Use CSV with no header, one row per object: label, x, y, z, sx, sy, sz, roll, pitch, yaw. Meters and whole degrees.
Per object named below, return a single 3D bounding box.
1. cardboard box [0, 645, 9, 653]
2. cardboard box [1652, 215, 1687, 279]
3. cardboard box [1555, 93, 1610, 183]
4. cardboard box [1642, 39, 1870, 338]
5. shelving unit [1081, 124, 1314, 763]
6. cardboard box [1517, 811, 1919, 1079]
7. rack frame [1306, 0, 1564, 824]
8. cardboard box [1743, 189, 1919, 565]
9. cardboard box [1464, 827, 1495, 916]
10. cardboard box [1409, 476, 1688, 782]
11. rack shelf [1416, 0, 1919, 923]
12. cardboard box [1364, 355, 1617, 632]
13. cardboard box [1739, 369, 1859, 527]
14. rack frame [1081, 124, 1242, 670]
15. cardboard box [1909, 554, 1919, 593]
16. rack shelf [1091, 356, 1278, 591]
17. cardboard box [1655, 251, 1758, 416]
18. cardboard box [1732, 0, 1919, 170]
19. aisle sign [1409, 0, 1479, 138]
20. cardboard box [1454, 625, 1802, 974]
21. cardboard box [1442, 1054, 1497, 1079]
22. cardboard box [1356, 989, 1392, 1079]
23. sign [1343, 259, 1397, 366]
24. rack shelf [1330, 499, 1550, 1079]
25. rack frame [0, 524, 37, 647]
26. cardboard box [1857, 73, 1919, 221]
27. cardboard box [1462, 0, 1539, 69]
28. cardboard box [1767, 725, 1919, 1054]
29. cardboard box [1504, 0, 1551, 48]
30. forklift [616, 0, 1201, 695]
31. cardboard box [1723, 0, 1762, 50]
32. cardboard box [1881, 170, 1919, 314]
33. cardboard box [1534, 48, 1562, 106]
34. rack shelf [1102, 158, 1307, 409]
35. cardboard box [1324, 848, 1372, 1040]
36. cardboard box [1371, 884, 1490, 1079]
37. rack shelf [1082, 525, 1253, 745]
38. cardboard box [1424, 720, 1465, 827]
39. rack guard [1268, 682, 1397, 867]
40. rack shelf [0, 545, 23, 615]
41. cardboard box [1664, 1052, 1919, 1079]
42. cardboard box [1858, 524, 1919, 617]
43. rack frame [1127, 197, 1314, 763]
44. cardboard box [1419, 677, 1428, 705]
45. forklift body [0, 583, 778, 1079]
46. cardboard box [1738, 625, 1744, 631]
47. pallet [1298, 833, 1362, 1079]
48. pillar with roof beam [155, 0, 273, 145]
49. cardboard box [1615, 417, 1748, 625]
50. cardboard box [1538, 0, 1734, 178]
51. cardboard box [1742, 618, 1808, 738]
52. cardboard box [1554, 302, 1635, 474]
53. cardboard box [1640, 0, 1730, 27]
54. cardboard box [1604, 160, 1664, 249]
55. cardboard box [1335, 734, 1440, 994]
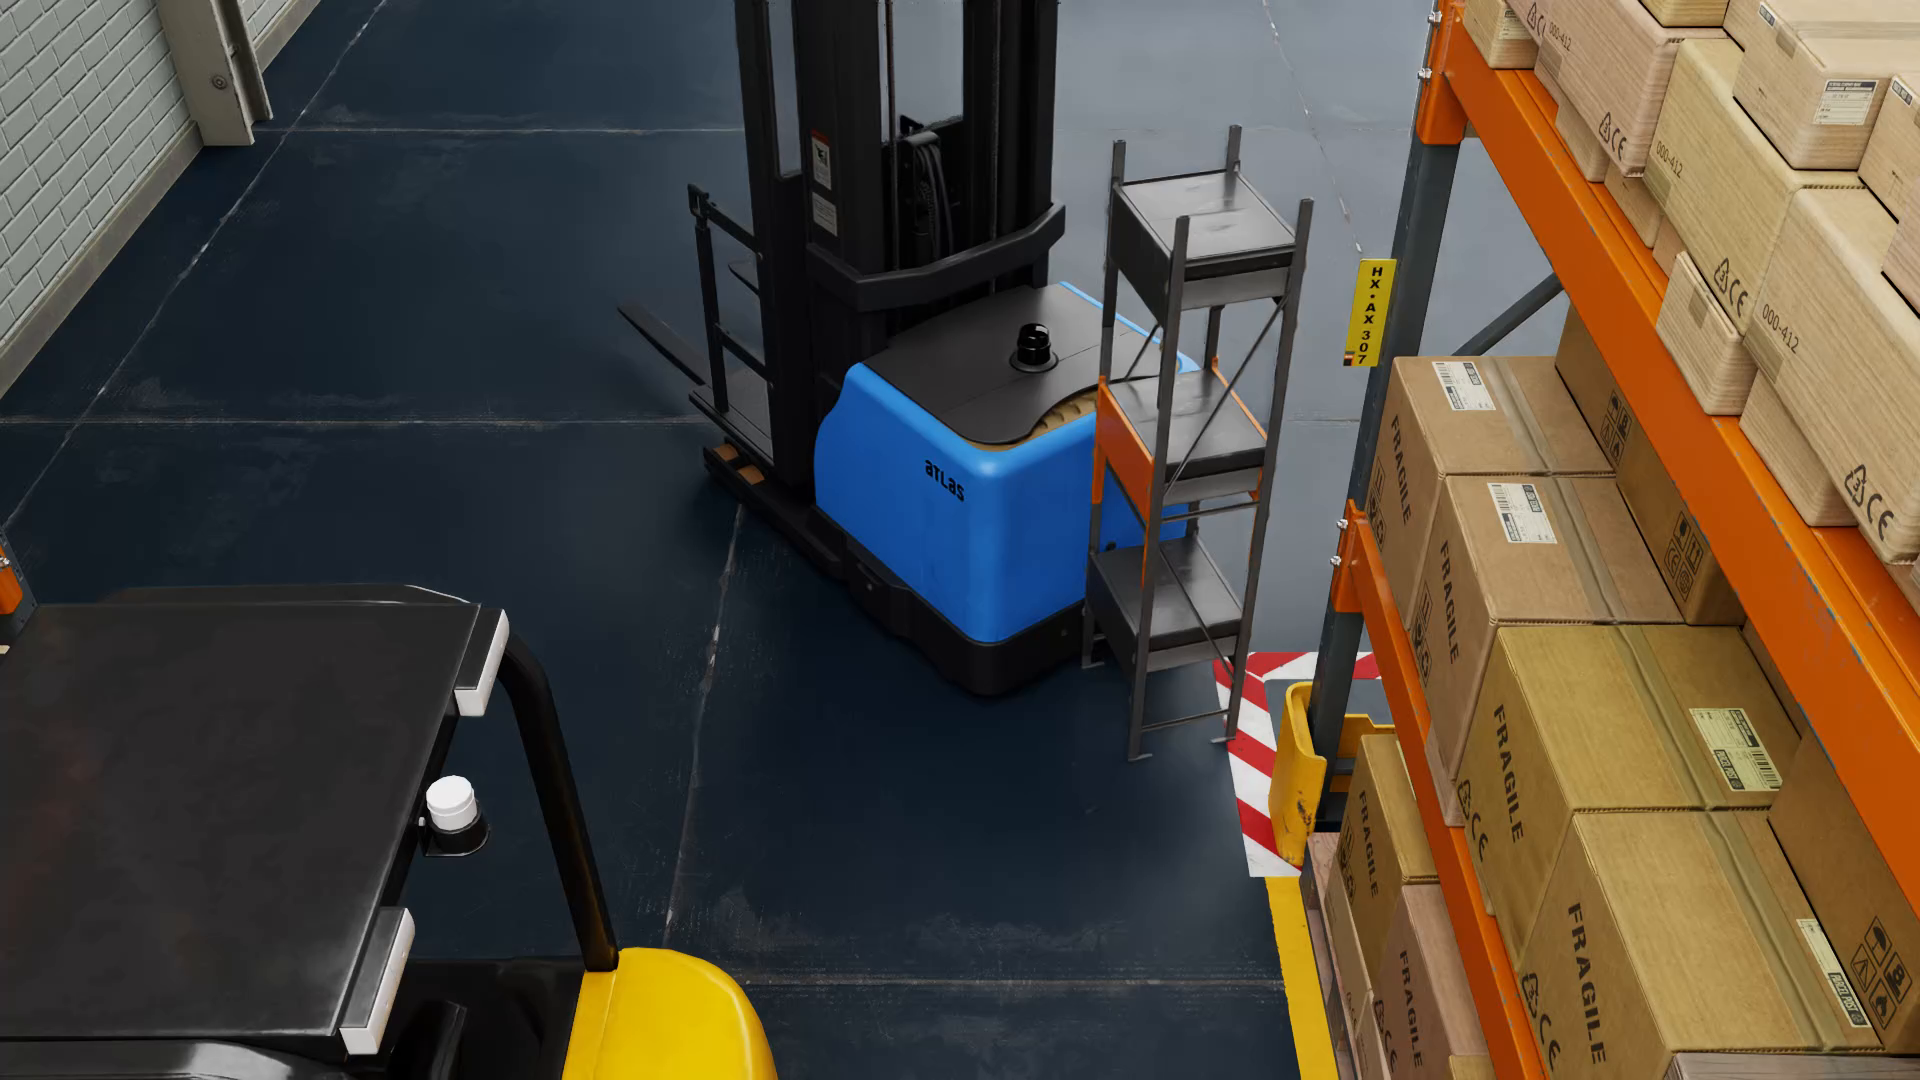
cardboard box,-3.021,0.551,4.727,0.500,0.250,0.500,1,39,1
cardboard box,1.391,-0.475,2.747,0.380,0.149,0.250,-1,39,-1
cardboard box,1.361,-0.796,3.147,0.380,0.149,0.250,1,39,1
cardboard box,1.380,-0.537,2.504,0.500,0.250,0.500,1,39,1
shelving unit,0.709,-0.229,5.357,0.431,2.100,0.503,-10,40,-12
cardboard box,1.367,0.841,2.985,0.500,0.500,0.500,-1,39,-1
rack frame,1.630,-0.261,4.677,1.000,3.000,0.127,0,39,0
cardboard box,1.361,-0.216,2.105,0.500,0.250,0.500,1,39,1
cardboard box,1.345,0.694,3.687,0.380,0.149,0.250,1,39,1
cardboard box,1.357,0.204,3.779,0.500,0.500,0.500,1,39,1
rack shelf,1.632,0.100,2.404,1.077,0.370,4.000,0,39,0
cardboard box,1.353,-0.120,4.183,0.500,0.500,0.500,-1,39,-1
cardboard box,1.352,-0.153,2.345,0.380,0.149,0.250,-1,39,-1
rack frame,0.642,-0.376,5.540,0.400,2.100,0.015,-10,40,-12
cardboard box,1.377,0.101,1.708,0.500,0.250,0.500,-1,39,-1
rack shelf,0.709,-0.219,5.366,0.431,0.518,0.480,-10,40,-12
cardboard box,1.311,-0.318,2.551,0.380,0.149,0.250,0,39,0
cardboard box,1.322,-0.633,2.306,0.380,0.149,0.250,1,39,1
aisle sign,1.320,-1.314,3.913,0.394,0.787,0.004,0,39,0
cardboard box,1.359,0.523,3.381,0.500,0.500,0.500,-1,39,-1
cardboard box,1.352,1.515,3.724,0.500,0.500,0.500,1,39,1
cardboard box,1.347,1.472,4.378,0.500,0.250,0.500,1,39,2
sign,1.087,-0.599,4.406,0.100,0.325,0.005,0,39,0
rack shelf,1.632,1.270,3.342,1.077,0.370,4.000,0,39,0
rack frame,-3.334,-0.255,4.670,1.000,3.000,0.127,0,39,0
cardboard box,1.397,-0.471,2.104,0.380,0.149,0.250,1,39,1
cardboard box,1.306,-1.126,3.559,0.380,0.149,0.250,0,39,0
cardboard box,1.807,0.460,2.660,0.700,0.500,0.500,0,39,0
cardboard box,1.364,-1.175,3.301,0.500,0.250,0.500,-1,39,-1
forklift,-0.425,-1.456,6.224,1.130,2.935,3.031,-26,45,-28
cardboard box,1.403,-0.797,2.510,0.380,0.149,0.250,0,39,0
cardboard box,1.319,-0.311,1.904,0.380,0.149,0.250,0,39,1
cardboard box,1.395,-0.962,3.354,0.380,0.149,0.250,-1,39,-1
rack shelf,0.709,-0.765,4.928,0.431,0.518,0.480,-10,40,-12
cardboard box,1.354,1.152,4.776,0.500,0.250,0.500,0,39,0
cardboard box,1.360,1.202,4.115,0.500,0.500,0.500,-1,39,-2
rack shelf,0.709,0.327,5.803,0.431,0.518,0.480,-10,40,-12
cardboard box,1.311,0.532,3.889,0.380,0.149,0.250,1,39,1
rack guard,1.630,0.762,5.400,1.175,0.500,0.348,0,39,0
rack shelf,-3.331,1.276,3.334,1.077,0.370,4.000,0,39,0
cardboard box,1.373,1.161,2.585,0.500,0.500,0.500,1,39,1
cardboard box,1.423,0.004,2.149,0.380,0.149,0.250,0,39,0
rack frame,0.777,-0.083,5.174,0.400,2.100,0.015,-10,40,-12
cardboard box,1.357,0.373,4.087,0.380,0.149,0.250,-1,39,-1
forklift body,-1.507,1.260,3.457,2.313,2.155,1.214,0,39,0
cardboard box,1.902,0.236,3.739,0.500,0.500,0.500,0,39,0
pallet,1.596,1.382,4.856,1.003,0.211,1.213,0,39,0
pillar with roof beam,0.064,-5.916,6.936,9.100,9.000,0.400,0,39,0
cardboard box,1.842,-0.171,3.447,0.700,0.500,0.500,0,39,0
cardboard box,1.355,-0.860,2.908,0.500,0.250,0.500,-1,39,-1
cardboard box,1.945,0.148,3.049,0.700,0.500,0.500,0,39,-1
cardboard box,1.849,-0.487,3.842,0.700,0.500,0.500,-1,39,-1
cardboard box,1.307,-0.952,2.703,0.380,0.149,0.250,0,39,0
cardboard box,1.386,-0.641,2.954,0.380,0.149,0.250,0,39,0
cardboard box,1.355,0.875,4.523,0.500,0.500,0.500,-1,39,-2
